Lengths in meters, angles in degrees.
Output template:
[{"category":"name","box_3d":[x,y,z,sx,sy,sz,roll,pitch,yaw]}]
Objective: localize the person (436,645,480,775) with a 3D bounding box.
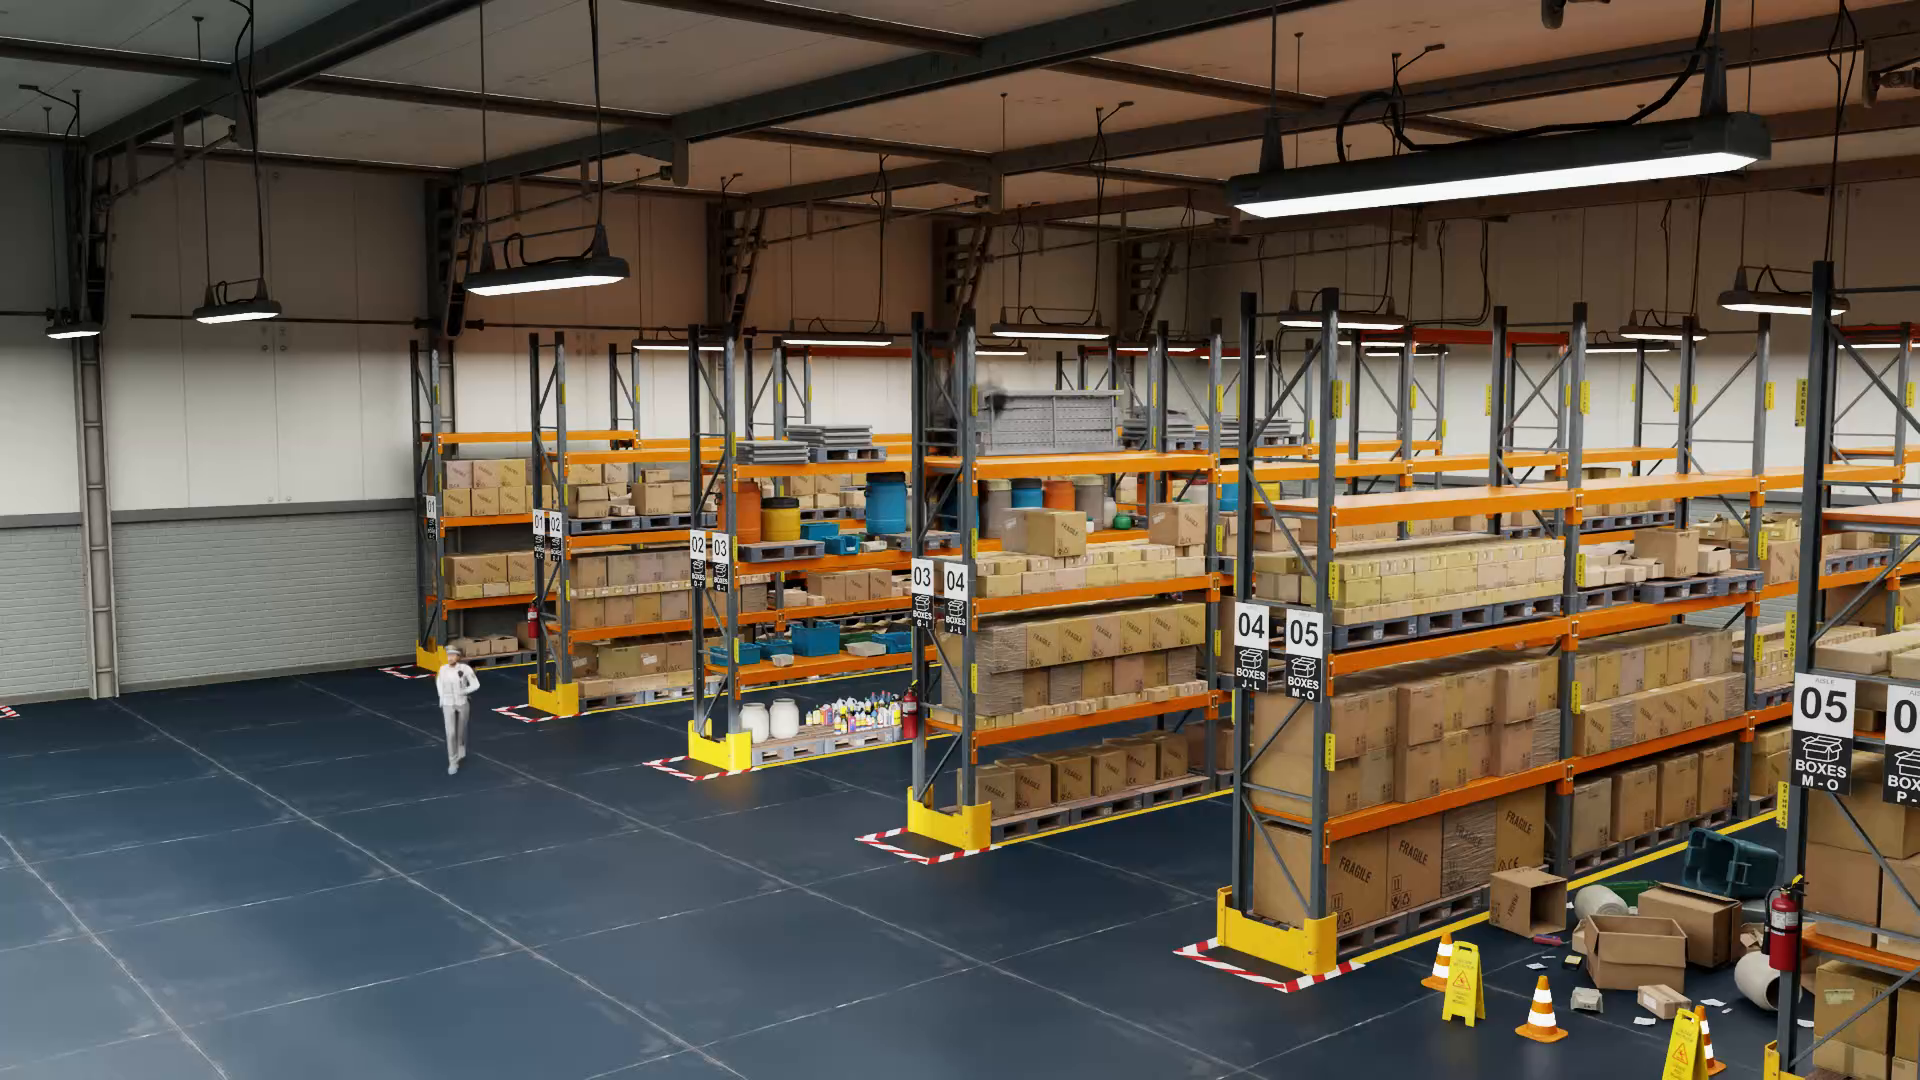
[{"category":"person","box_3d":[-6.787,2.248,22.468,0.603,1.710,0.839,-1,5,-7]}]

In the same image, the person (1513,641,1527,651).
[{"category":"person","box_3d":[7.753,2.167,23.005,0.623,1.738,0.924,5,7,44]}]
